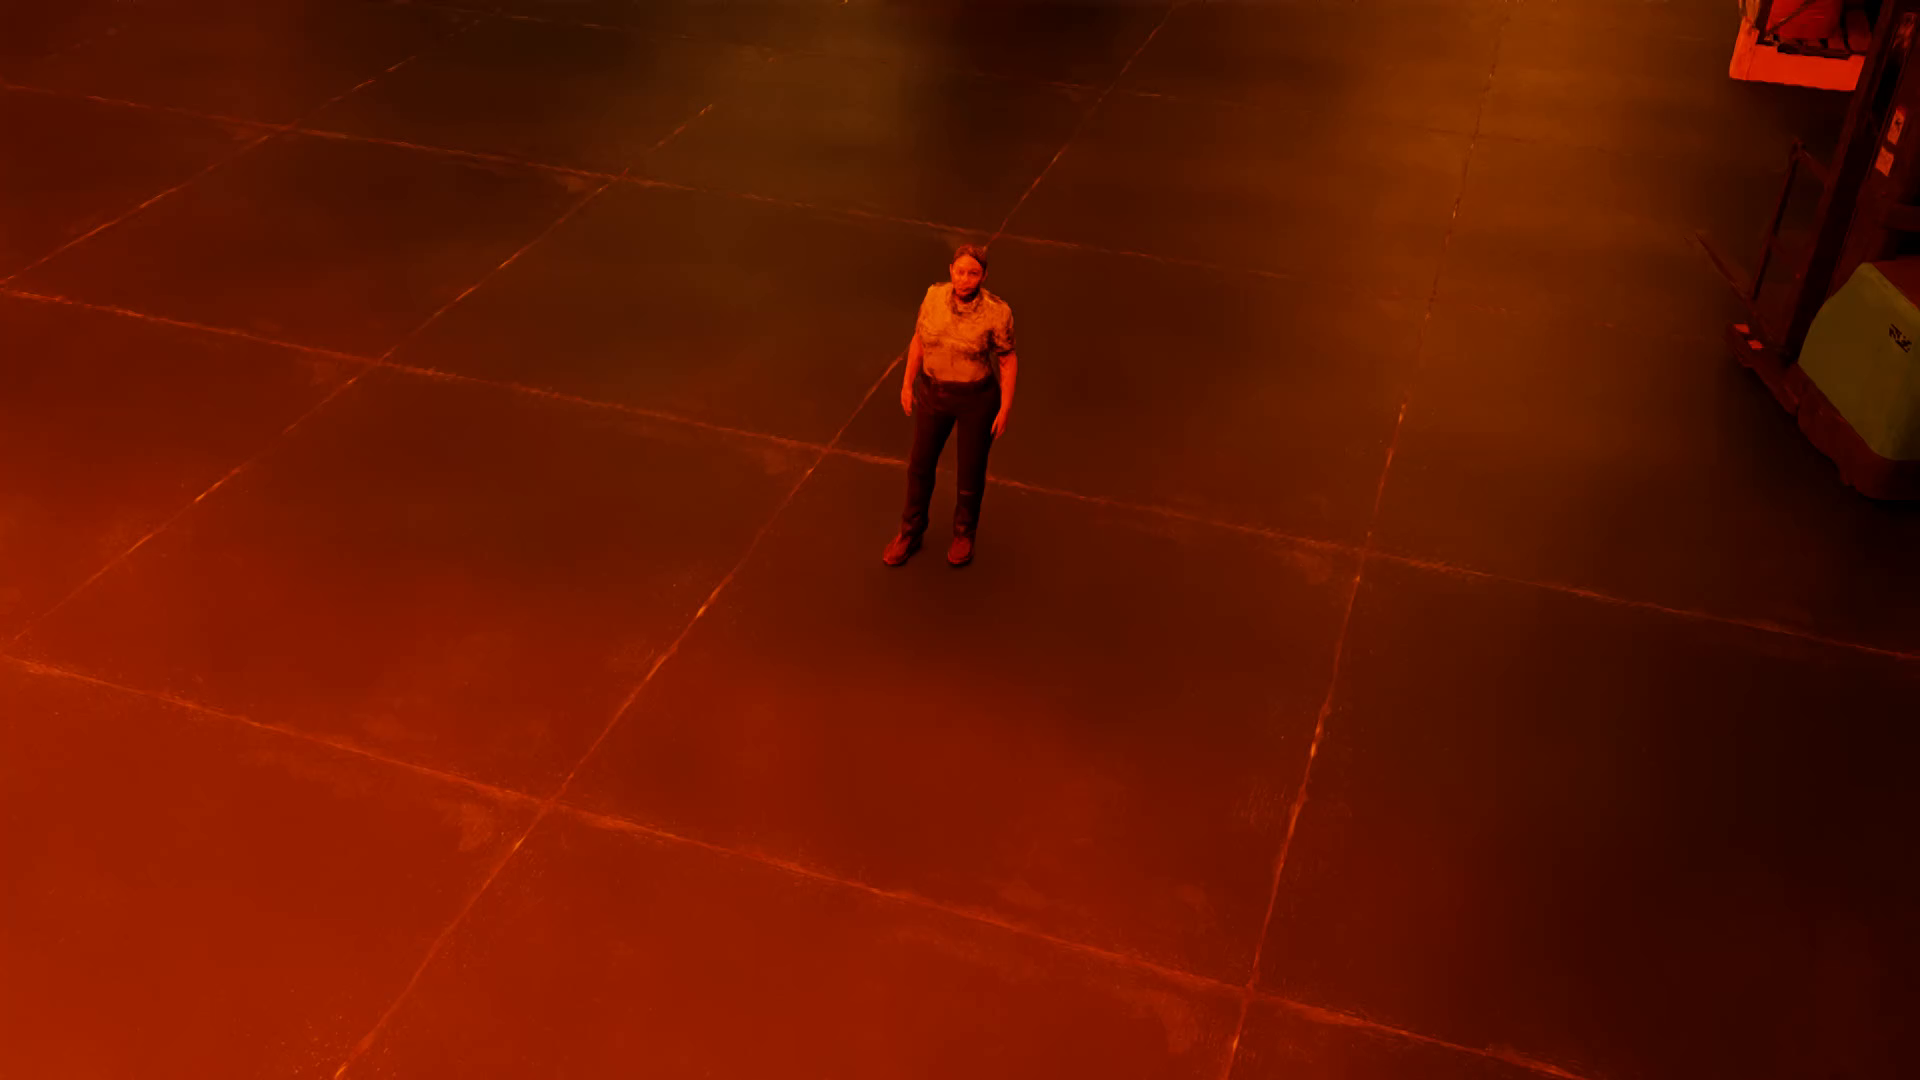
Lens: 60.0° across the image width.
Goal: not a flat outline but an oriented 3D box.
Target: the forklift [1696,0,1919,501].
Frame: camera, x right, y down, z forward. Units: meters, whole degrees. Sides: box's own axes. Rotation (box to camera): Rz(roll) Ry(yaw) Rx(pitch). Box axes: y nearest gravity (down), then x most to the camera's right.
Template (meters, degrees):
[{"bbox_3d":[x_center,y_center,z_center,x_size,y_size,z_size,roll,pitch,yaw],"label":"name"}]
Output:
[{"bbox_3d":[5.309,-2.223,9.247,1.130,2.935,3.031,0,35,0],"label":"forklift"}]

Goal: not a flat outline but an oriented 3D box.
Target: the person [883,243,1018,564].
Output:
[{"bbox_3d":[-0.051,-0.626,8.106,0.599,1.633,0.502,12,37,16],"label":"person"}]
